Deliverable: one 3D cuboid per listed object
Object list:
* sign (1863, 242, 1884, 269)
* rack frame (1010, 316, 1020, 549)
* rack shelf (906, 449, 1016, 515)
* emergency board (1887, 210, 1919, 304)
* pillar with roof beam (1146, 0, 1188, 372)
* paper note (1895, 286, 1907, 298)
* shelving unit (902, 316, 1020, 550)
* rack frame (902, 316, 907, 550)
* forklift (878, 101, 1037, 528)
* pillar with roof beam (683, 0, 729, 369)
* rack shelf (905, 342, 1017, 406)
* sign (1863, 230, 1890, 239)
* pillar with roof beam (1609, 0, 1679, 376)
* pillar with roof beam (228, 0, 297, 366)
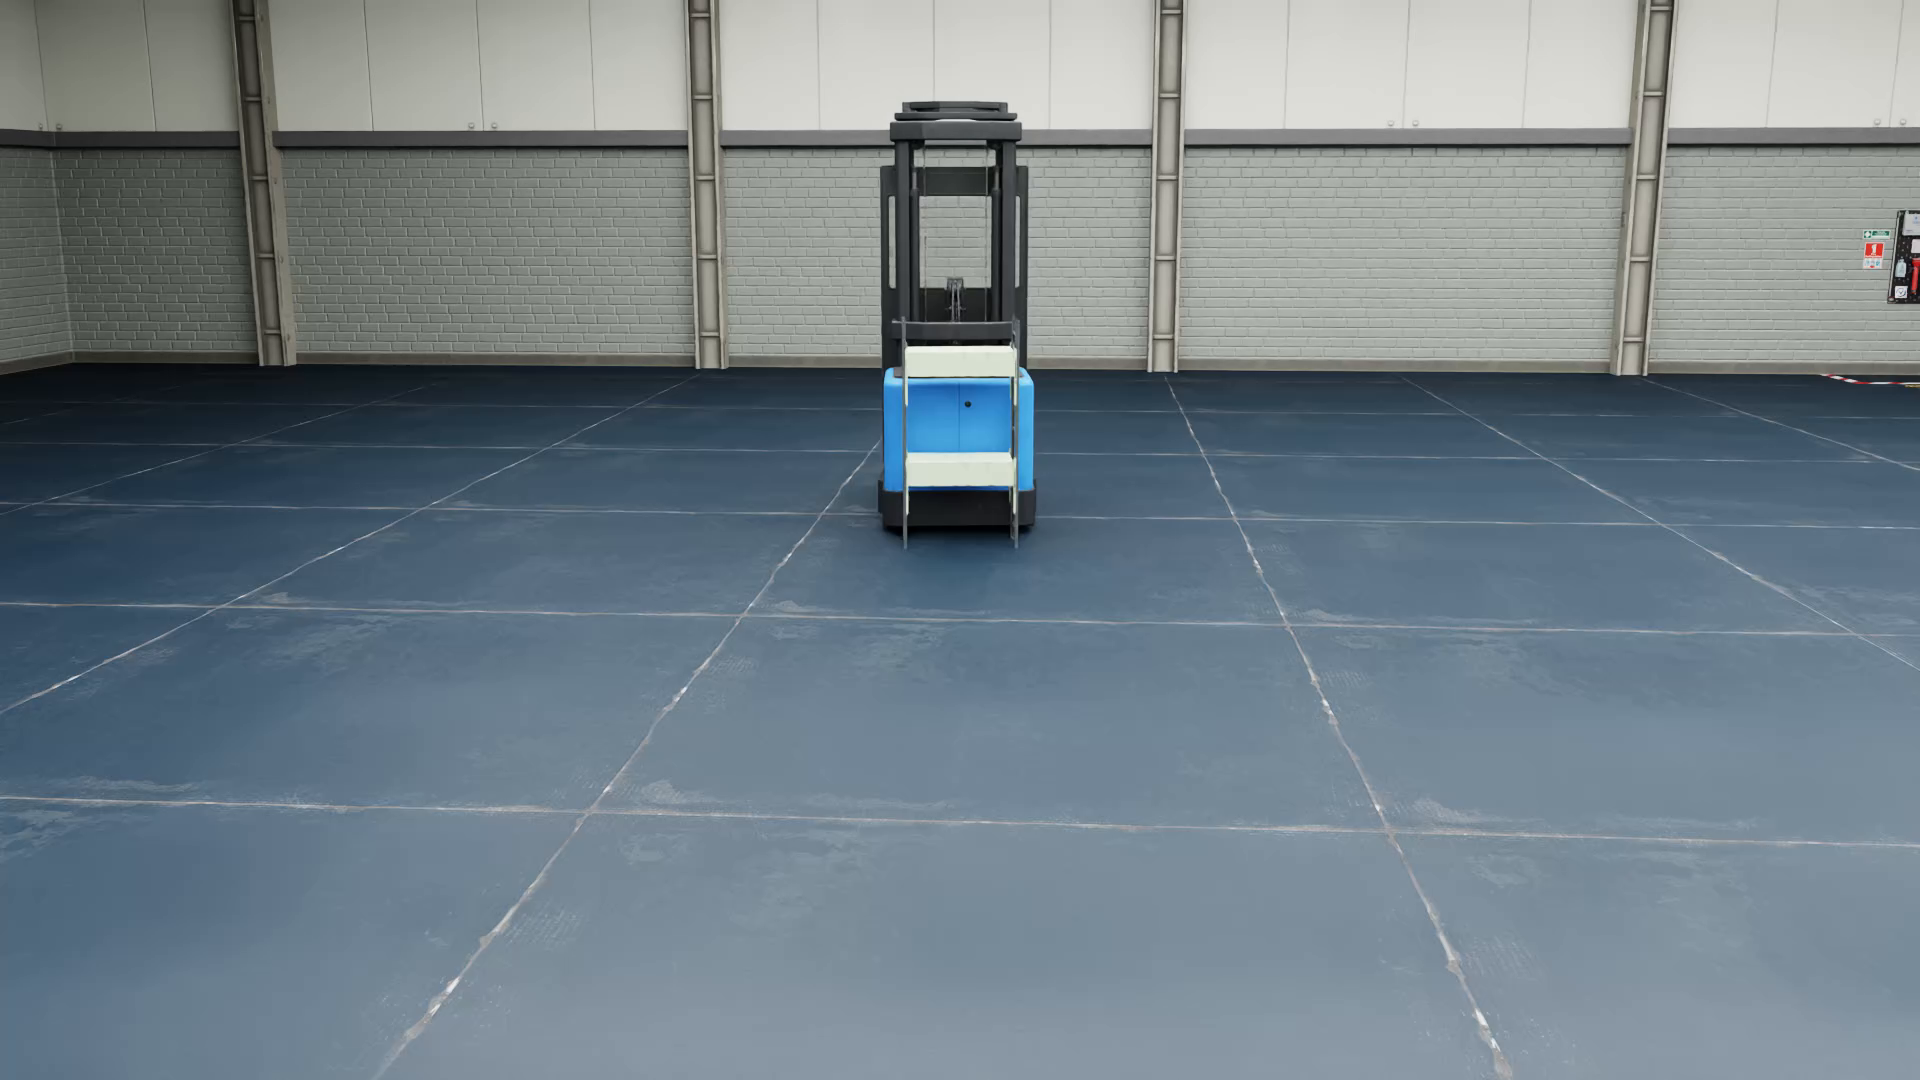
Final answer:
[{"bbox_3d":[11.630,-3.622,21.169,0.234,0.329,0.001,1,12,4],"label":"sign"},{"bbox_3d":[0.364,-0.715,11.024,0.023,1.500,0.400,0,12,-2],"label":"rack frame"},{"bbox_3d":[-0.002,-0.393,11.076,0.720,0.370,0.431,0,12,-2],"label":"rack shelf"},{"bbox_3d":[12.175,-3.576,21.036,0.643,1.169,0.194,1,12,4],"label":"emergency board"},{"bbox_3d":[2.377,-5.755,16.803,0.400,9.000,9.100,1,12,4],"label":"pillar with roof beam"},{"bbox_3d":[12.003,-3.161,21.205,0.142,0.148,0.016,1,12,4],"label":"paper note"},{"bbox_3d":[-0.002,-0.712,11.009,0.755,1.500,0.431,0,12,-2],"label":"shelving unit"},{"bbox_3d":[-0.367,-0.709,10.995,0.023,1.500,0.400,0,12,-2],"label":"rack frame"},{"bbox_3d":[-0.050,-1.772,12.580,1.130,2.935,3.031,0,12,-2],"label":"forklift"},{"bbox_3d":[-3.610,-5.837,17.195,0.400,9.000,9.100,1,12,4],"label":"pillar with roof beam"},{"bbox_3d":[-0.002,-1.094,10.930,0.720,0.370,0.431,0,12,-2],"label":"rack shelf"},{"bbox_3d":[11.634,-3.879,21.106,0.331,0.109,0.001,1,12,4],"label":"sign"},{"bbox_3d":[8.364,-5.673,16.411,0.400,9.000,9.100,1,12,4],"label":"pillar with roof beam"},{"bbox_3d":[-9.596,-5.919,17.588,0.400,9.000,9.100,1,12,4],"label":"pillar with roof beam"}]
